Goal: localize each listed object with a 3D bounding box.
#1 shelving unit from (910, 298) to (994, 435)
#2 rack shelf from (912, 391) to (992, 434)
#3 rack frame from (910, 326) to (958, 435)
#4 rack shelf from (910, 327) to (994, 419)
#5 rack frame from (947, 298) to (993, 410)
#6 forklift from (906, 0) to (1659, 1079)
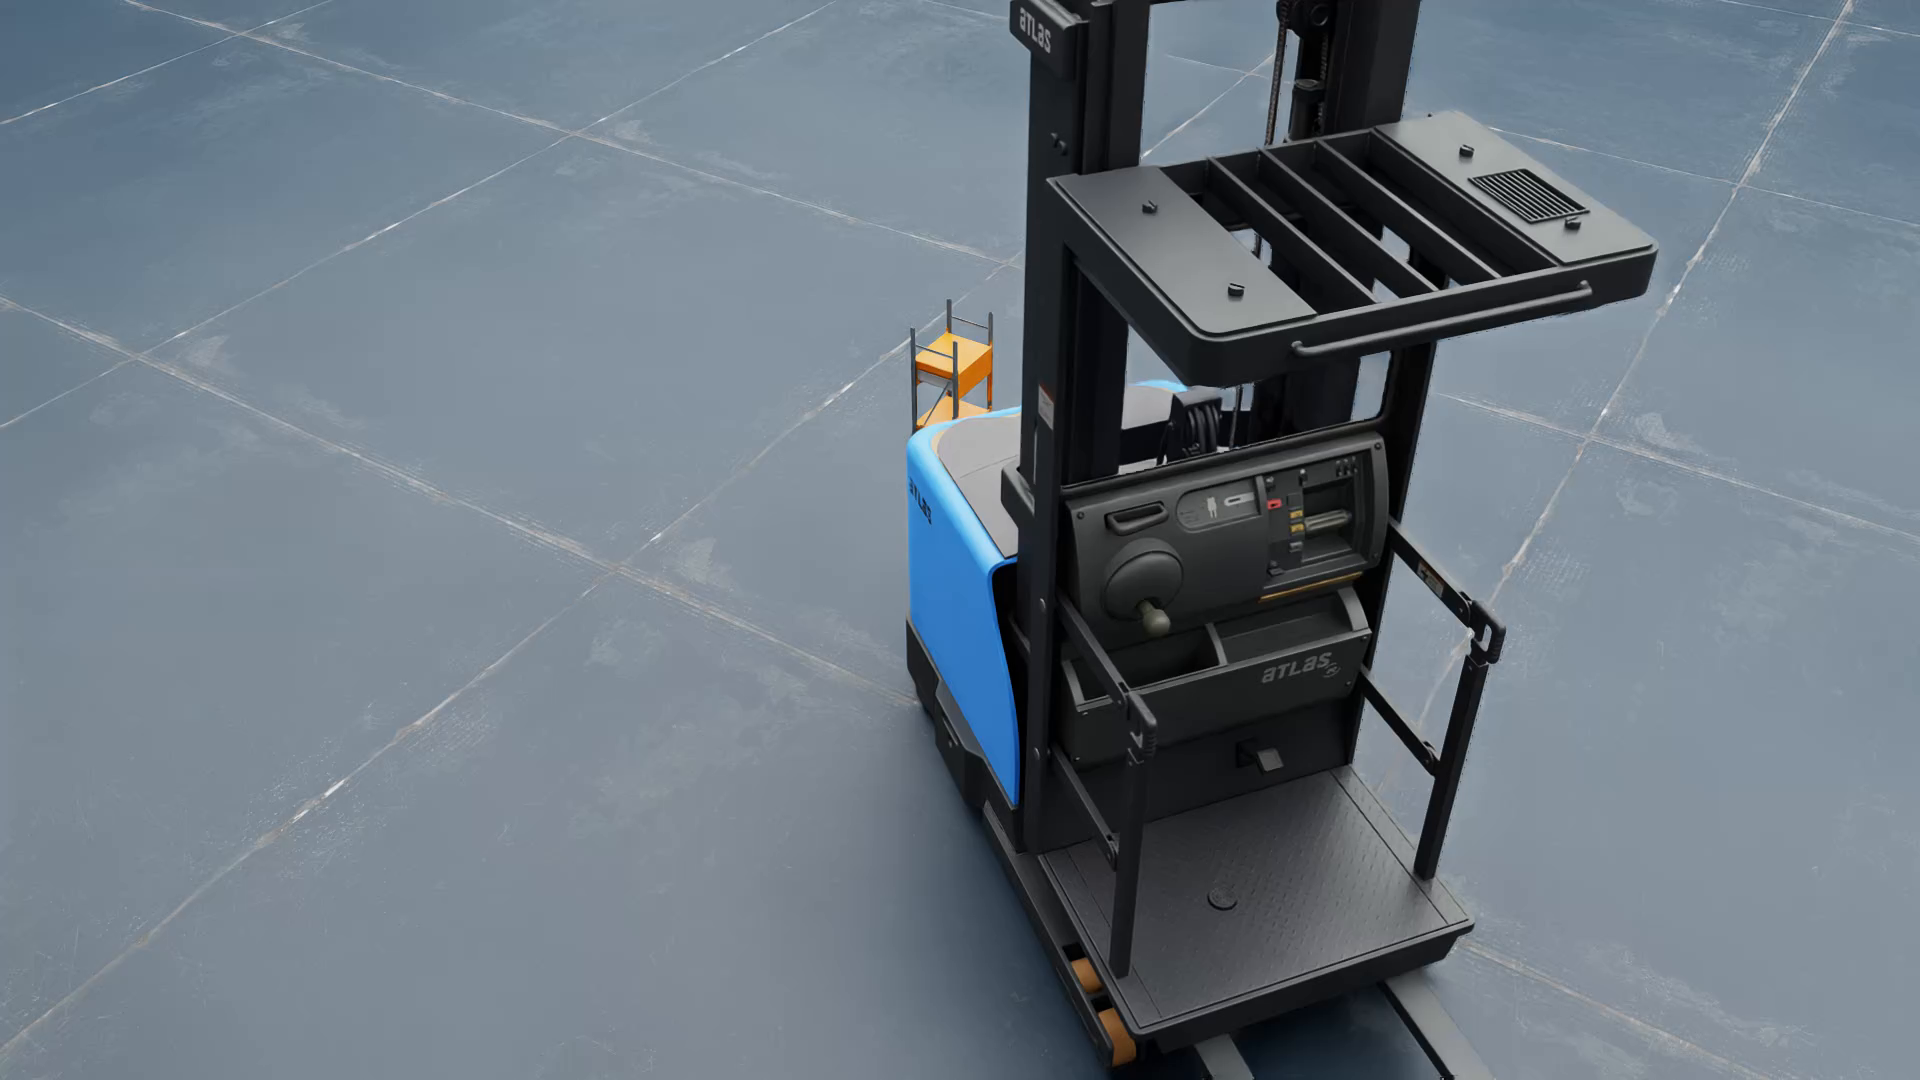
[{"bbox_3d":[-0.029,-0.388,6.394,0.215,1.050,0.252,21,42,25],"label":"shelving unit"},{"bbox_3d":[-0.029,-0.380,6.400,0.215,0.259,0.240,21,42,25],"label":"rack shelf"},{"bbox_3d":[-0.094,-0.325,6.312,0.200,1.050,0.008,21,42,25],"label":"rack frame"},{"bbox_3d":[-0.029,-0.605,6.227,0.215,0.259,0.240,21,42,25],"label":"rack shelf"},{"bbox_3d":[0.037,-0.451,6.475,0.200,1.050,0.008,21,42,25],"label":"rack frame"},{"bbox_3d":[0.806,0.060,4.272,1.130,2.935,3.031,-13,40,-16],"label":"forklift"}]
